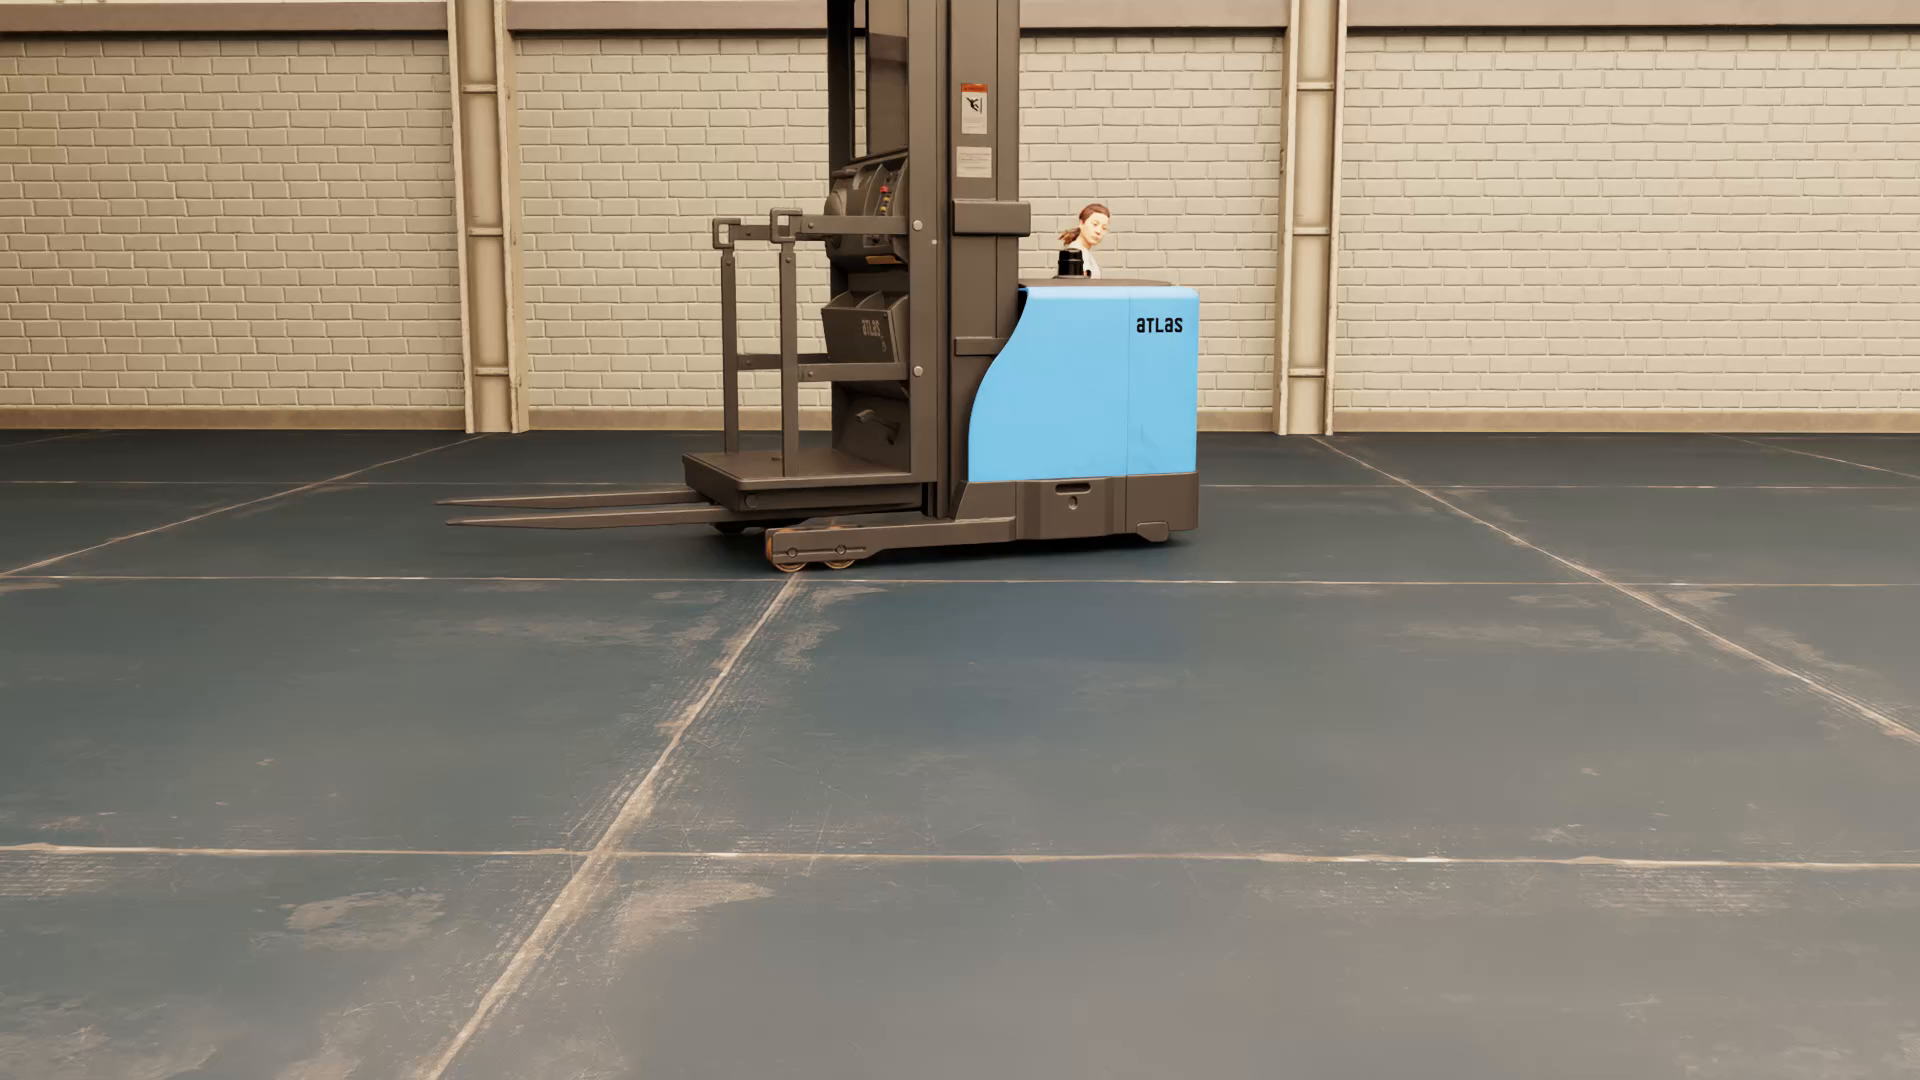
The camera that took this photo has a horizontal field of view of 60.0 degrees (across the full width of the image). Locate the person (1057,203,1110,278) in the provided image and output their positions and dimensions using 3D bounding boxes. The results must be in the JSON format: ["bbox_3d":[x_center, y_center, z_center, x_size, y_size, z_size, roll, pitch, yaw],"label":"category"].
[{"bbox_3d":[0.838,-1.214,9.917,0.733,1.560,0.737,-2,9,-13],"label":"person"}]

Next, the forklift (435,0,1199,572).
[{"bbox_3d":[-0.569,-1.416,6.694,3.031,2.935,1.130,-3,9,-20],"label":"forklift"}]
